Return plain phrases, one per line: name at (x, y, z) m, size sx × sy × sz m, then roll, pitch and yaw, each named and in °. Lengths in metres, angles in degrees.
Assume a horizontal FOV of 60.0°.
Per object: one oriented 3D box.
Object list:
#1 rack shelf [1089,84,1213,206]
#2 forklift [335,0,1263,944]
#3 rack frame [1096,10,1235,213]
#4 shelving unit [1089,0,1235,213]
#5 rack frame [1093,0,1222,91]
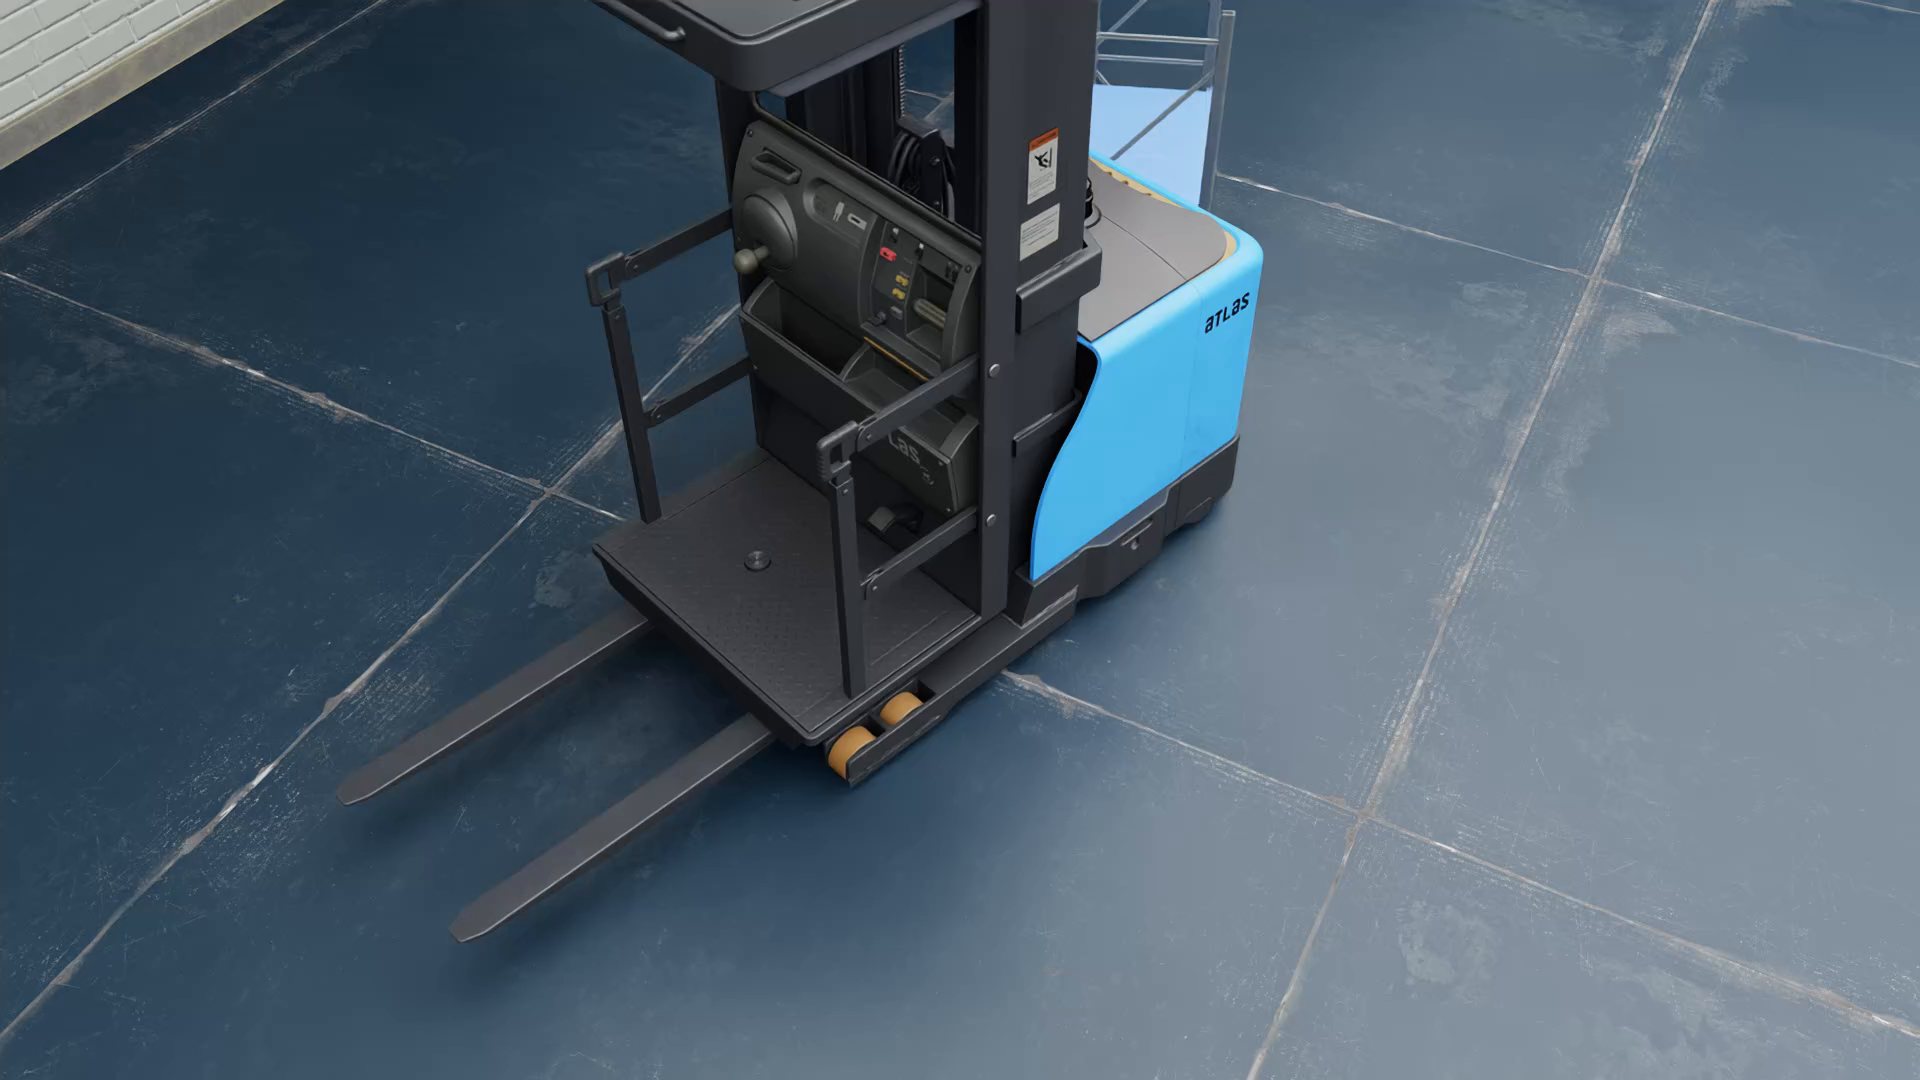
rack shelf at (0.691, -1.406, 6.338) m, size 0.538 × 0.185 × 1.000 m, roll 5°, pitch 46°, yaw 5°
forklift at (-0.453, -0.724, 4.404) m, size 3.031 × 2.935 × 1.130 m, roll -34°, pitch 54°, yaw -29°
rack frame at (0.630, -1.174, 5.856) m, size 0.500 × 1.500 × 0.032 m, roll 5°, pitch 46°, yaw 5°
shelving unit at (0.691, -1.533, 6.210) m, size 0.538 × 1.500 × 1.048 m, roll 5°, pitch 46°, yaw 5°
rack frame at (0.751, -1.892, 6.565) m, size 0.500 × 1.500 × 0.032 m, roll 5°, pitch 46°, yaw 5°
